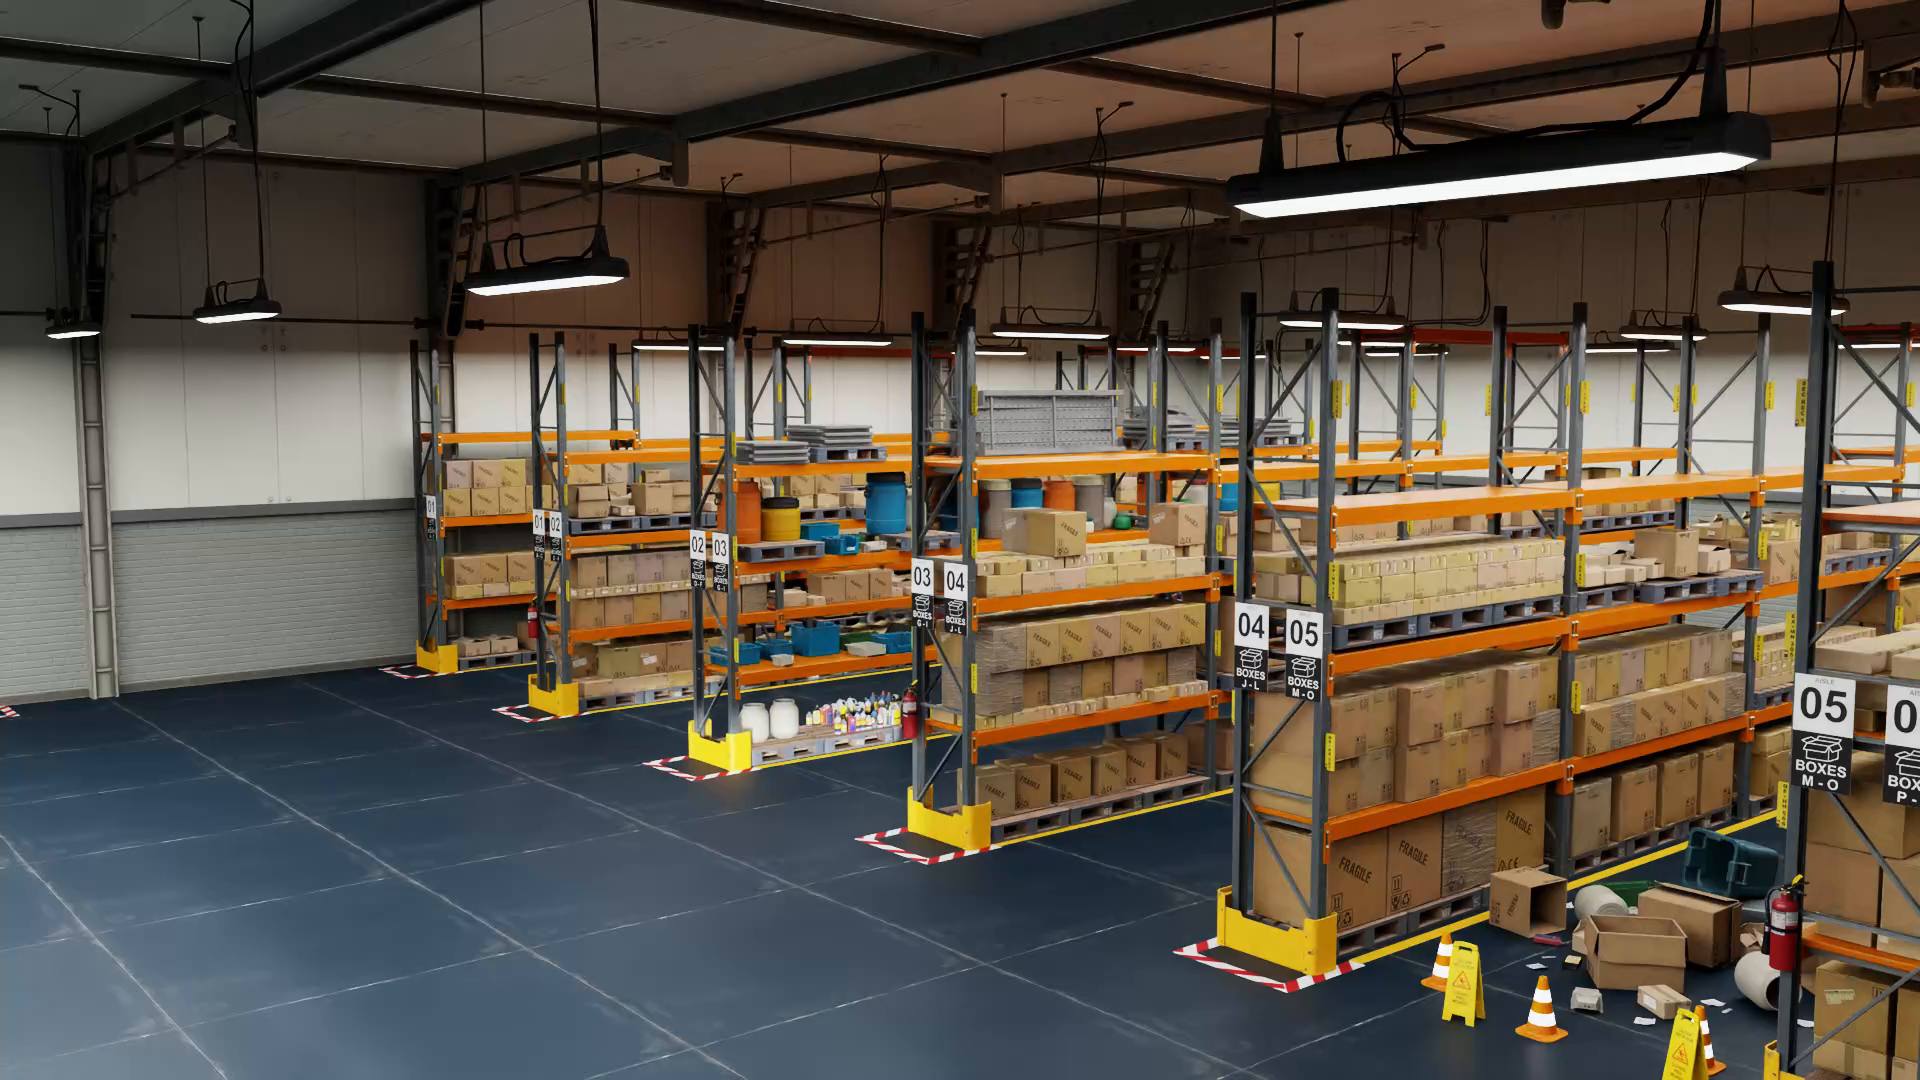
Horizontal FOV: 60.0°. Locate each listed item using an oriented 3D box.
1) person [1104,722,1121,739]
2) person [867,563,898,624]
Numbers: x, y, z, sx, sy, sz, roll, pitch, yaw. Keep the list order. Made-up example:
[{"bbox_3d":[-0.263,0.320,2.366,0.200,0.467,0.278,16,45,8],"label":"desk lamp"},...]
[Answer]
[{"bbox_3d":[2.092,2.247,22.764,0.386,1.657,0.464,1,5,15],"label":"person"},{"bbox_3d":[-1.642,1.179,33.737,1.092,1.737,0.745,-5,7,-43],"label":"person"}]
